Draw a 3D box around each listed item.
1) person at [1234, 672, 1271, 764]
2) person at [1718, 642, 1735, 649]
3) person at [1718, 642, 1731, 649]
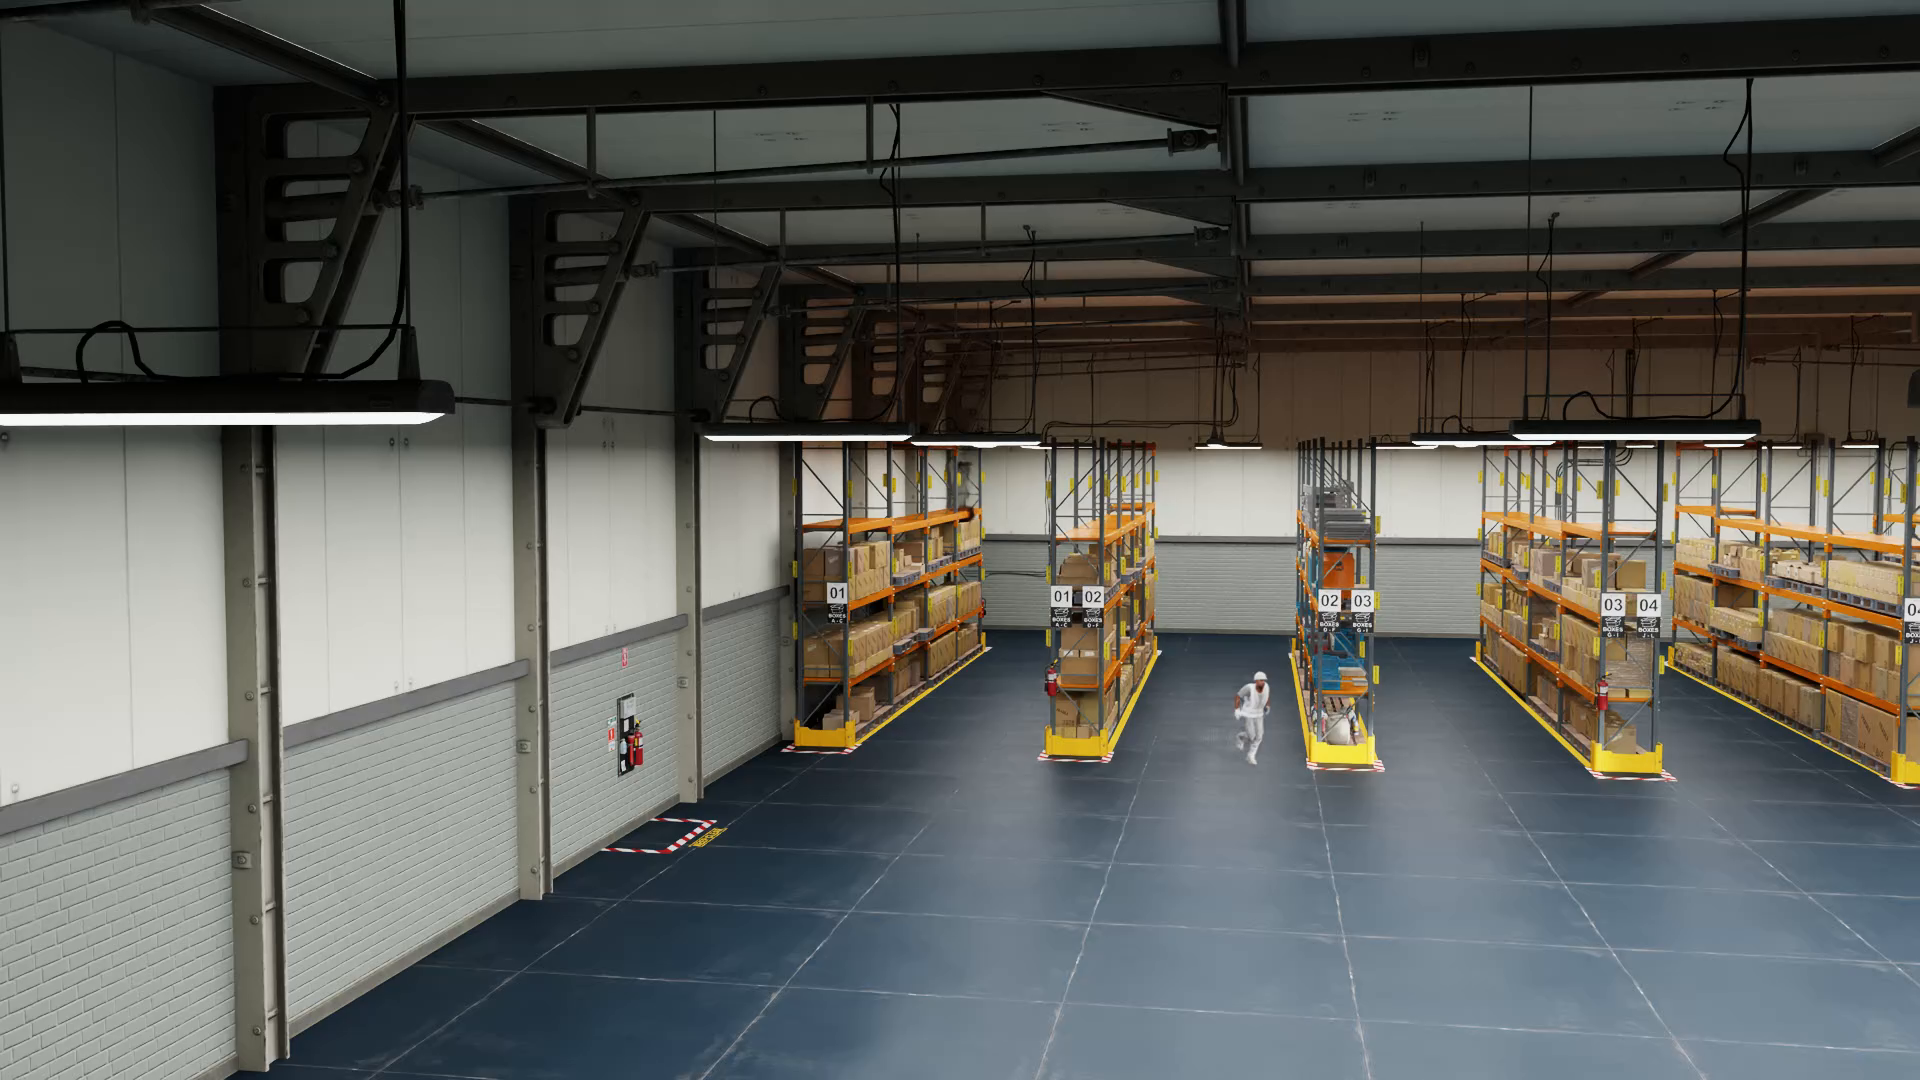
[{"bbox_3d":[5.390,3.263,30.692,0.678,1.709,0.808,-2,3,-28],"label":"person"},{"bbox_3d":[20.682,2.439,45.131,0.719,1.781,0.934,-2,4,-39],"label":"person"},{"bbox_3d":[21.127,2.510,46.017,0.711,1.591,0.533,0,3,-5],"label":"person"}]
